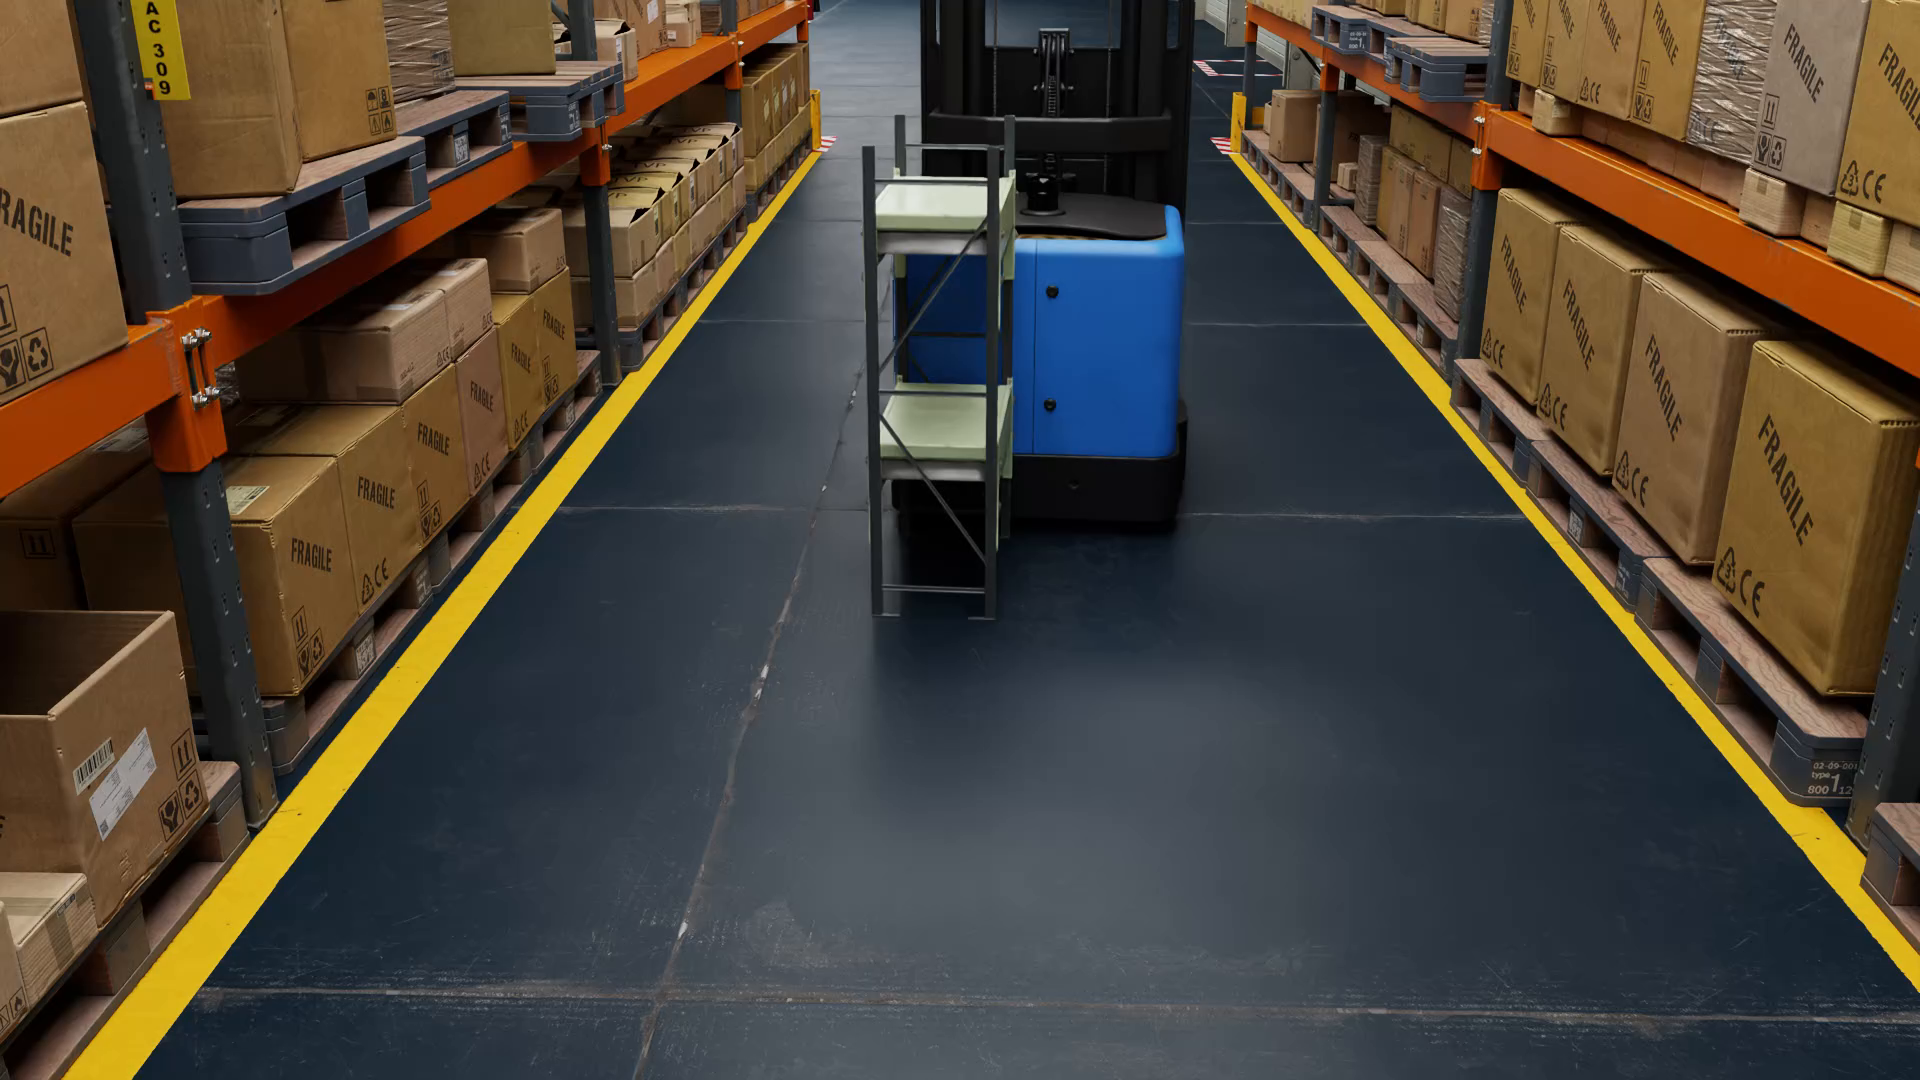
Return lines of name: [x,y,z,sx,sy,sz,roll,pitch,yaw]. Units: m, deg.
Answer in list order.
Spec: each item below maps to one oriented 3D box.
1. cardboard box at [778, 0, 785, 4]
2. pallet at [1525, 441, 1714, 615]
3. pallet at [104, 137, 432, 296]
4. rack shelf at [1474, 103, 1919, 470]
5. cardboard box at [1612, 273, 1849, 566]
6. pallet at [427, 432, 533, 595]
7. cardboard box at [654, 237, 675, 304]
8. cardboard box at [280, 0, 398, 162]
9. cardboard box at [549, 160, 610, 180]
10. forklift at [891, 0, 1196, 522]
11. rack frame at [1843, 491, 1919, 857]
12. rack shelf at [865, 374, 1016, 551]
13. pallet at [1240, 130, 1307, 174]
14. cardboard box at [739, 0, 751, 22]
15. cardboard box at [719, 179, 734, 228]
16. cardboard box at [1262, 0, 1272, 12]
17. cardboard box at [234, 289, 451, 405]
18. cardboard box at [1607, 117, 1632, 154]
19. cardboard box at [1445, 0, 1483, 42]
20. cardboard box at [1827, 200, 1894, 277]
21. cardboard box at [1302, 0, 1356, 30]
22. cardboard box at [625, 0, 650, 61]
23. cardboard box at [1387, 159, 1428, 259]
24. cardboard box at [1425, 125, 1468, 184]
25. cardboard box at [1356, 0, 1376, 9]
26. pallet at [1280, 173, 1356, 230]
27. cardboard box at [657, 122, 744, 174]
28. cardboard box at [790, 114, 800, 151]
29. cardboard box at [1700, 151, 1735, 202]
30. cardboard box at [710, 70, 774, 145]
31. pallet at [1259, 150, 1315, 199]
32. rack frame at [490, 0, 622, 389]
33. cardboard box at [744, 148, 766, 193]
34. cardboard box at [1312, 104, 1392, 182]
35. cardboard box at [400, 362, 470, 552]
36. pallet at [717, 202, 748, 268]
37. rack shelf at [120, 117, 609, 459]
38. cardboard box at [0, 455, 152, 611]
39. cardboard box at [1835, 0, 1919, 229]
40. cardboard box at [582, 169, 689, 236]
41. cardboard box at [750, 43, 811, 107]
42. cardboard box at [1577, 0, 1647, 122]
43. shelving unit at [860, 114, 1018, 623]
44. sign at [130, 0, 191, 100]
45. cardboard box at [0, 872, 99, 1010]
cardboard box: [-1.908,-4.914,14.409,0.700,0.500,0.500,1,21,2]
pallet: [2.688,-0.066,5.908,1.003,0.211,1.213,1,21,2]
pallet: [-2.112,-0.895,4.456,1.003,0.211,1.213,1,21,2]
rack shelf: [2.767,-1.032,5.536,1.077,0.370,4.000,1,21,2]
cardboard box: [2.620,-0.396,5.293,0.750,0.750,0.750,1,21,3]
pallet: [-2.224,-0.134,6.083,1.003,0.211,1.213,1,21,2]
cardboard box: [-1.800,-1.425,8.776,0.500,0.250,0.500,0,21,0]
cardboard box: [-2.050,-1.358,4.663,0.700,0.500,0.500,4,22,10]
cardboard box: [-2.309,-2.063,9.643,0.500,0.311,0.500,1,21,3]
forklift: [0.411,-1.924,6.935,1.130,2.935,3.031,2,21,5]
rack frame: [2.706,-0.644,3.542,1.000,3.000,0.127,1,21,2]
rack shelf: [-0.051,-0.273,5.558,0.431,0.370,0.720,2,21,5]
pallet: [3.008,-3.362,14.402,1.003,0.211,1.213,1,21,2]
cardboard box: [-1.966,-4.169,12.489,0.700,0.500,0.500,1,21,2]
cardboard box: [-1.742,-2.168,10.690,0.500,0.250,0.500,0,21,1]
cardboard box: [2.716,-4.377,13.343,0.500,0.250,0.500,0,21,1]
cardboard box: [-1.957,-0.620,5.292,0.500,0.250,0.500,1,21,2]
cardboard box: [2.593,-1.494,6.052,0.380,0.149,0.250,1,21,3]
cardboard box: [2.822,-2.715,8.132,0.700,0.500,0.500,-1,21,-3]
cardboard box: [2.417,-0.753,4.143,0.380,0.149,0.250,1,21,3]
cardboard box: [2.661,-3.651,11.471,0.500,0.250,0.500,1,21,2]
cardboard box: [-2.073,-2.987,9.443,0.500,0.500,0.500,1,21,2]
cardboard box: [2.922,-1.939,9.726,0.700,0.500,0.500,1,21,2]
cardboard box: [2.888,-2.132,9.188,0.500,0.250,0.500,1,21,1]
cardboard box: [2.900,-3.605,10.426,0.700,0.500,0.500,1,21,2]
pallet: [2.934,-2.480,12.128,1.003,0.211,1.213,1,21,2]
cardboard box: [-1.728,-2.616,11.069,0.500,0.311,0.500,1,21,2]
cardboard box: [-1.618,-3.391,13.843,0.500,0.250,0.500,1,21,2]
cardboard box: [2.516,-1.121,5.090,0.380,0.149,0.250,0,21,0]
cardboard box: [-1.668,-3.198,12.309,0.500,0.500,0.500,1,21,2]
pallet: [2.969,-2.922,13.268,1.003,0.211,1.213,1,21,2]
rack frame: [-2.124,-2.144,7.407,1.000,3.000,0.127,1,21,2]
cardboard box: [-1.685,-2.668,11.979,0.500,0.250,0.500,1,21,2]
cardboard box: [2.941,-2.952,12.338,0.500,0.500,0.500,-1,21,-2]
cardboard box: [-1.960,-0.283,5.459,0.500,0.500,0.500,1,21,2]
pallet: [-1.986,-2.023,10.951,1.003,0.211,1.213,1,21,2]
rack shelf: [-2.185,-1.085,5.673,1.077,0.370,4.000,1,21,2]
cardboard box: [-2.517,0.081,4.520,0.500,0.500,0.500,1,21,1]
cardboard box: [2.468,-1.008,3.904,0.500,0.500,0.500,0,21,1]
cardboard box: [-1.789,-1.879,9.171,0.500,0.311,0.500,0,21,0]
cardboard box: [-1.600,-4.102,14.639,0.500,0.500,0.500,1,21,2]
cardboard box: [2.516,-1.744,5.799,0.500,0.500,0.500,1,21,1]
shelving unit: [-0.051,-0.577,5.439,0.431,1.500,0.755,2,21,5]
sign: [-1.703,-1.098,3.514,0.100,0.325,0.005,1,21,2]
cardboard box: [-1.931,0.772,3.225,0.380,0.149,0.250,1,21,2]
